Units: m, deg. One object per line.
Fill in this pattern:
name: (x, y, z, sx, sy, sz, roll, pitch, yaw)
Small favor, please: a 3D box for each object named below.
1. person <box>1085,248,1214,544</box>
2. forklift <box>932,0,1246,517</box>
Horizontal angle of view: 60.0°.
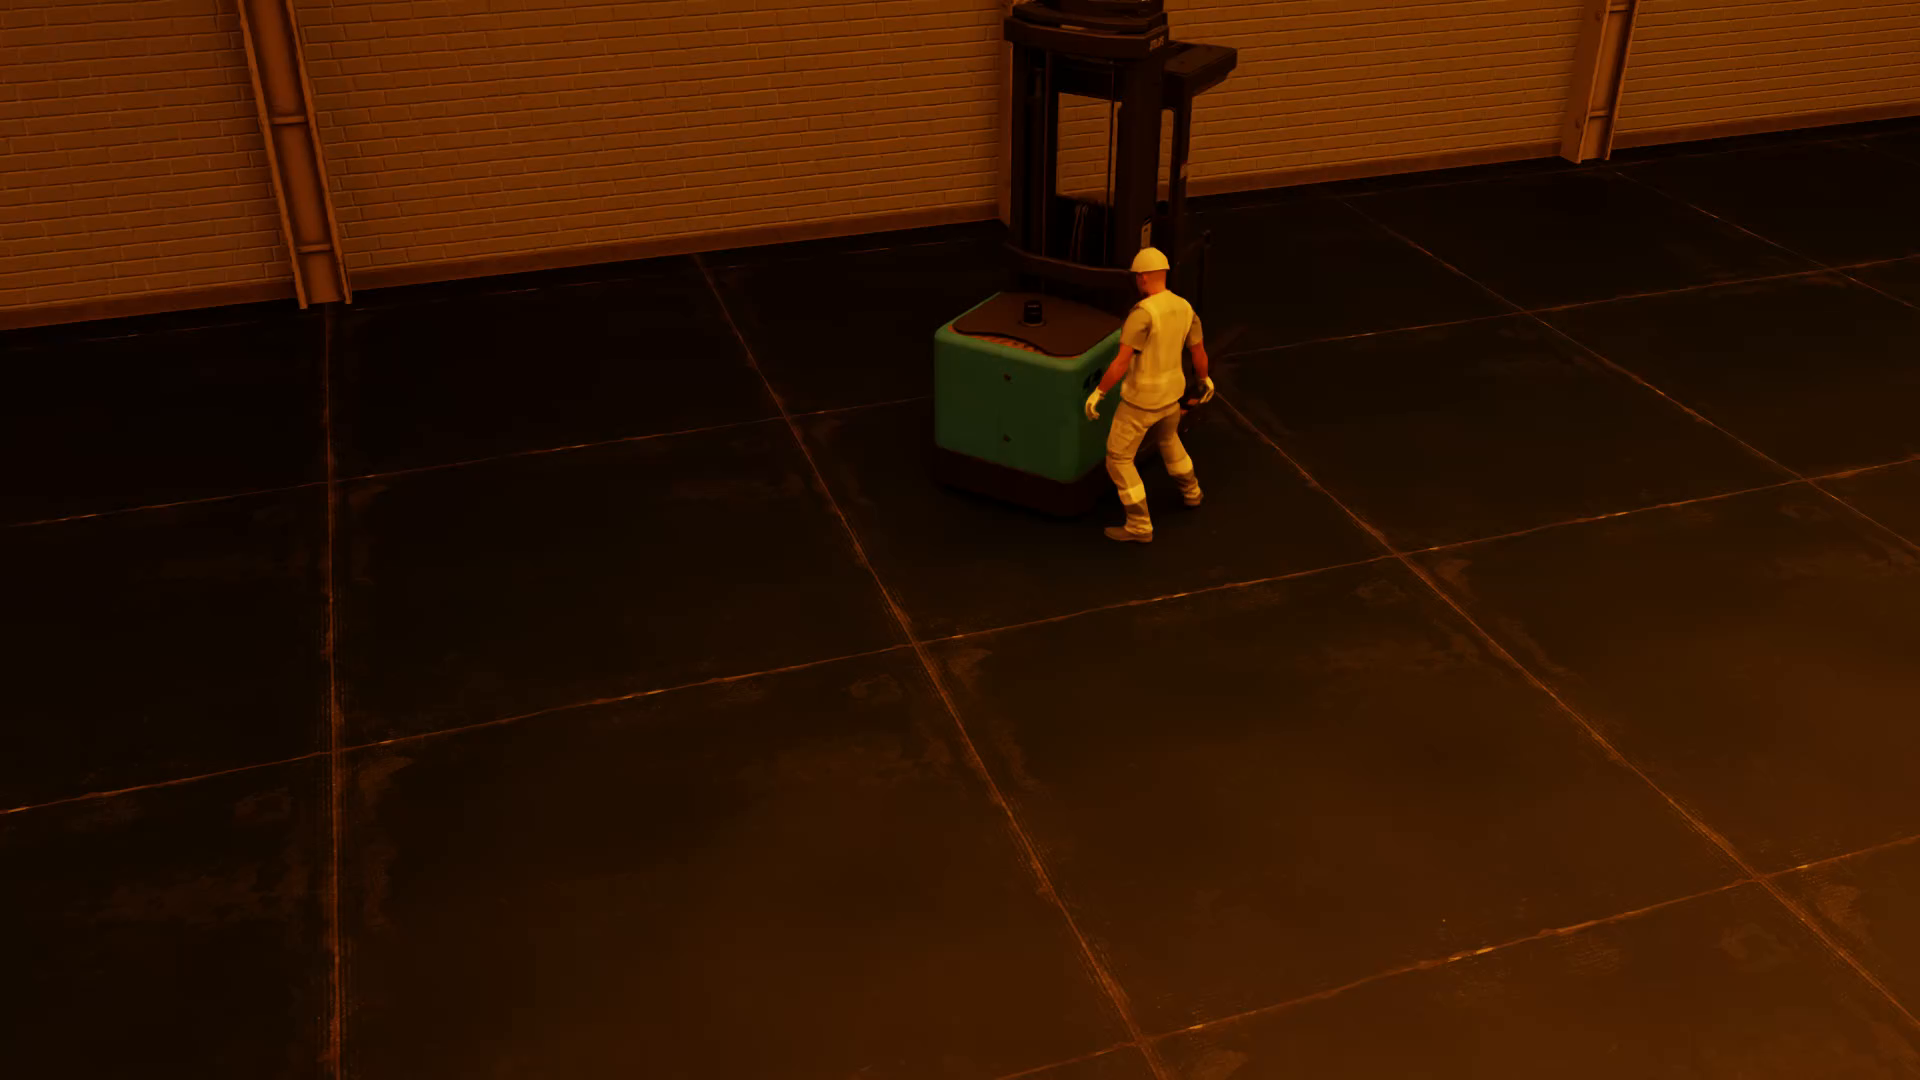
person: (1.118, -0.872, 9.836, 1.059, 1.723, 0.472, -26, 39, -37)
forklift: (1.035, -2.107, 10.748, 1.130, 2.935, 3.031, 17, 34, 27)
